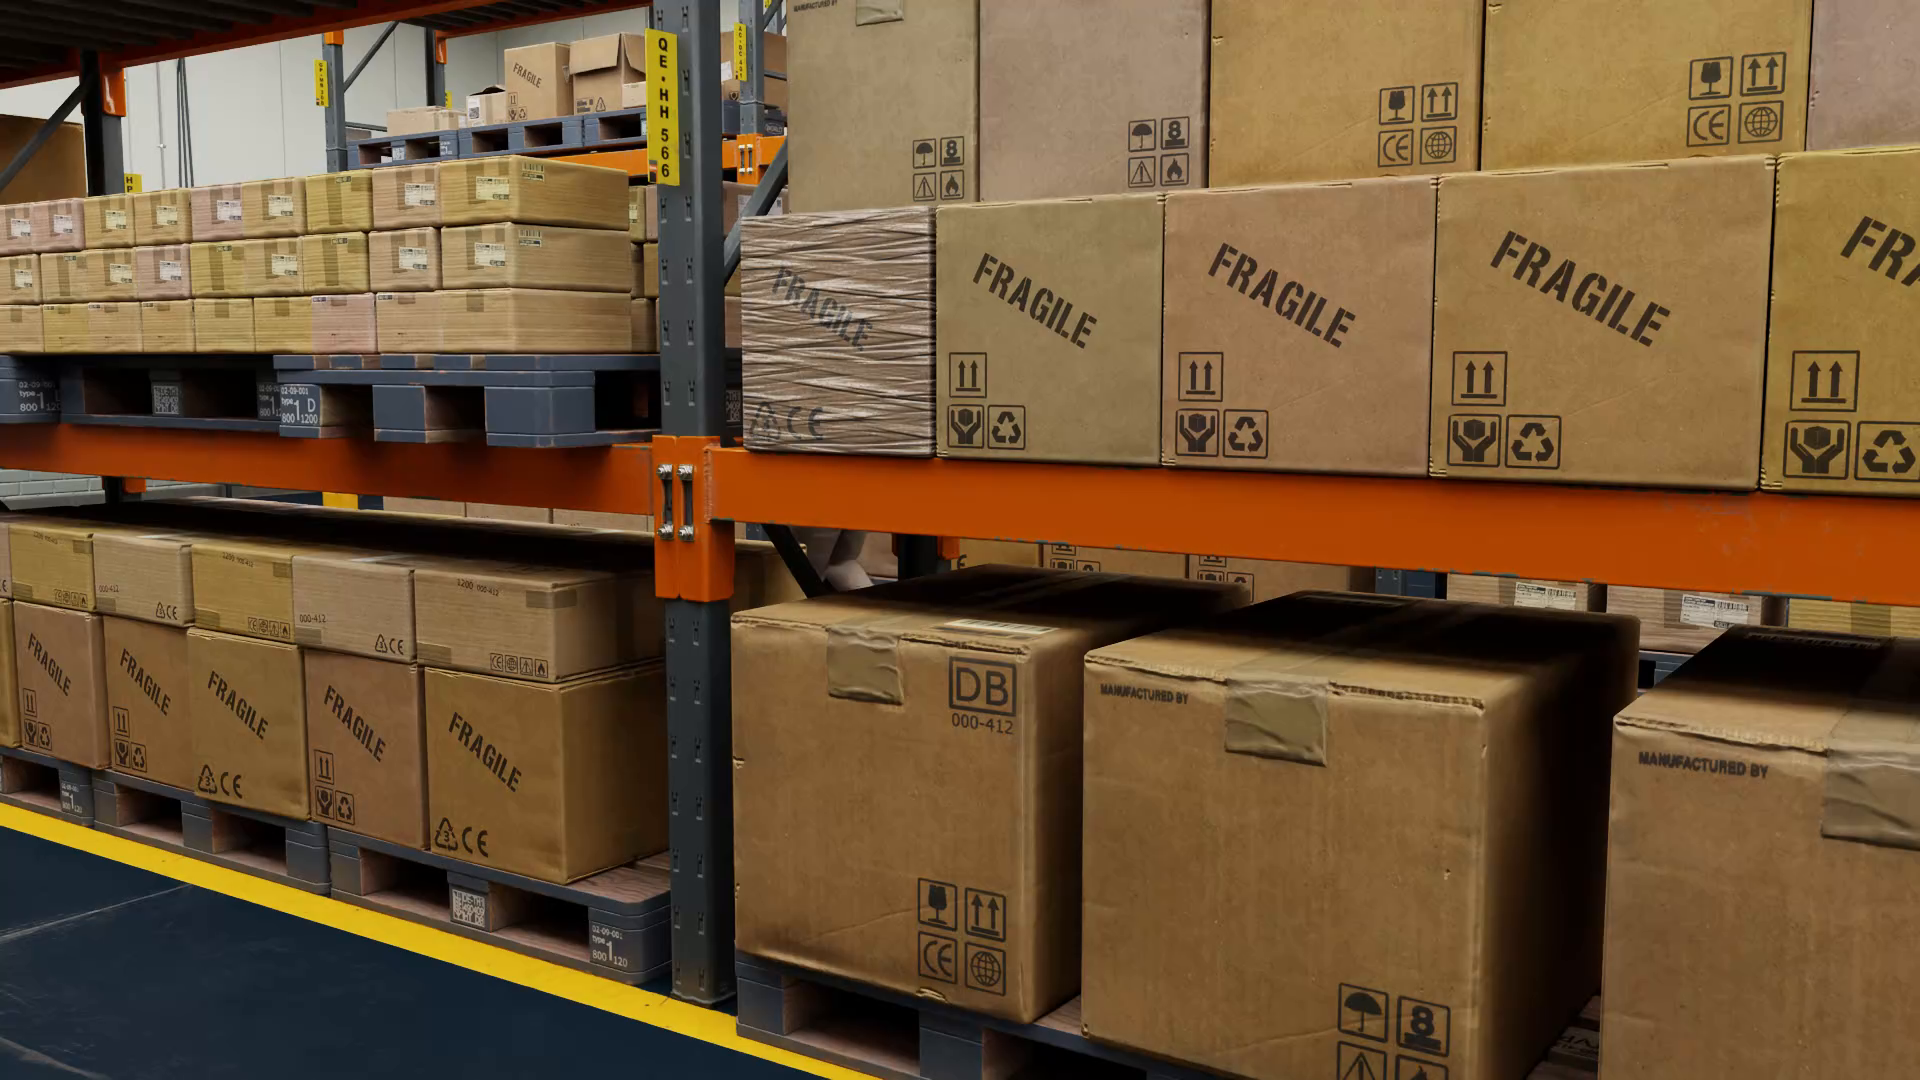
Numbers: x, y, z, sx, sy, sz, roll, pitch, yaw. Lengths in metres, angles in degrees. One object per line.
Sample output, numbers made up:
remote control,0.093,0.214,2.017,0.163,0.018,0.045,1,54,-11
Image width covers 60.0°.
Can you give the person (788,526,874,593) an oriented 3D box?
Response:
person,-0.645,-0.205,7.741,0.757,1.702,0.618,6,9,43
